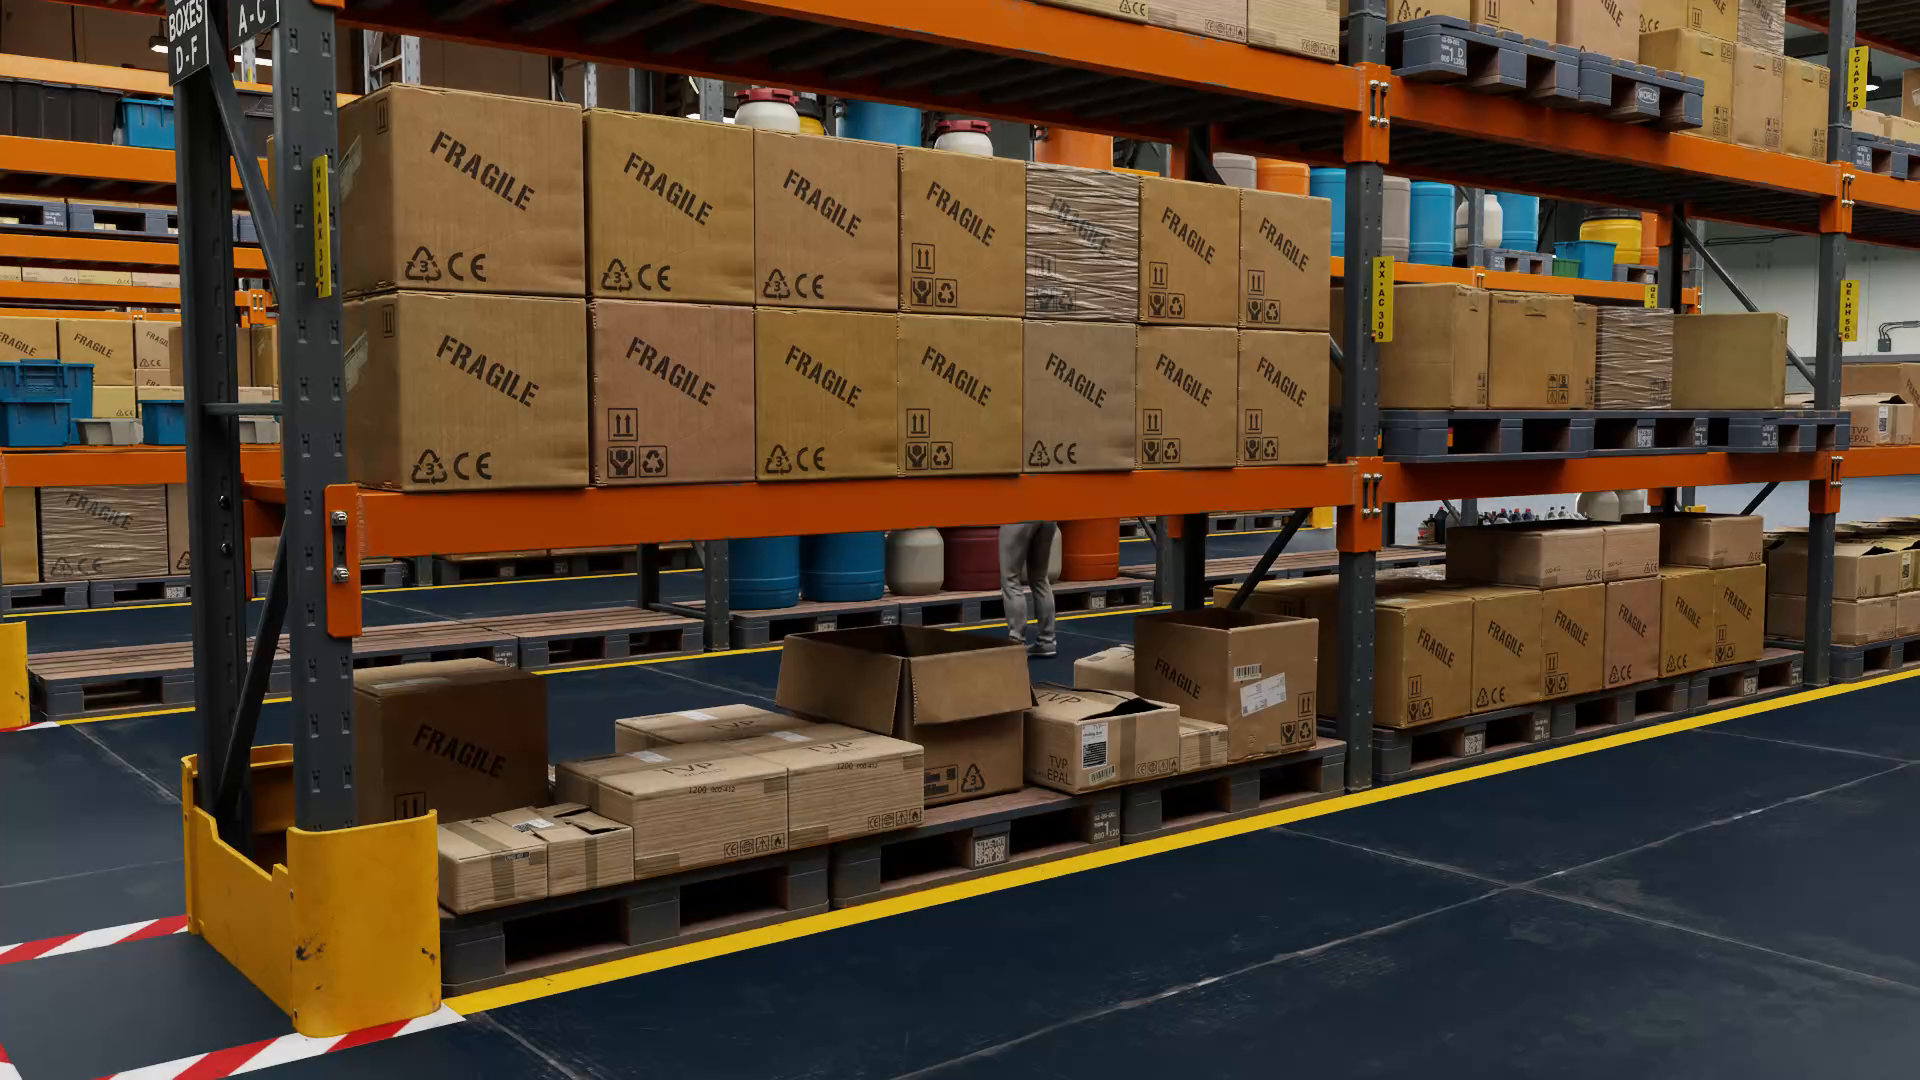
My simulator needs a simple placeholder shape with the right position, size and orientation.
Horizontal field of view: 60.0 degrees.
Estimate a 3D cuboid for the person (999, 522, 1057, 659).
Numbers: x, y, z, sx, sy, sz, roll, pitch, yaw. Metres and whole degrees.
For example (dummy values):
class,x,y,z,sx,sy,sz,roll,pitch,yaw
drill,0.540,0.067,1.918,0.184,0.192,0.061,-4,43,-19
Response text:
class,x,y,z,sx,sy,sz,roll,pitch,yaw
person,0.367,-0.122,10.161,0.460,1.686,0.557,-3,6,-38
